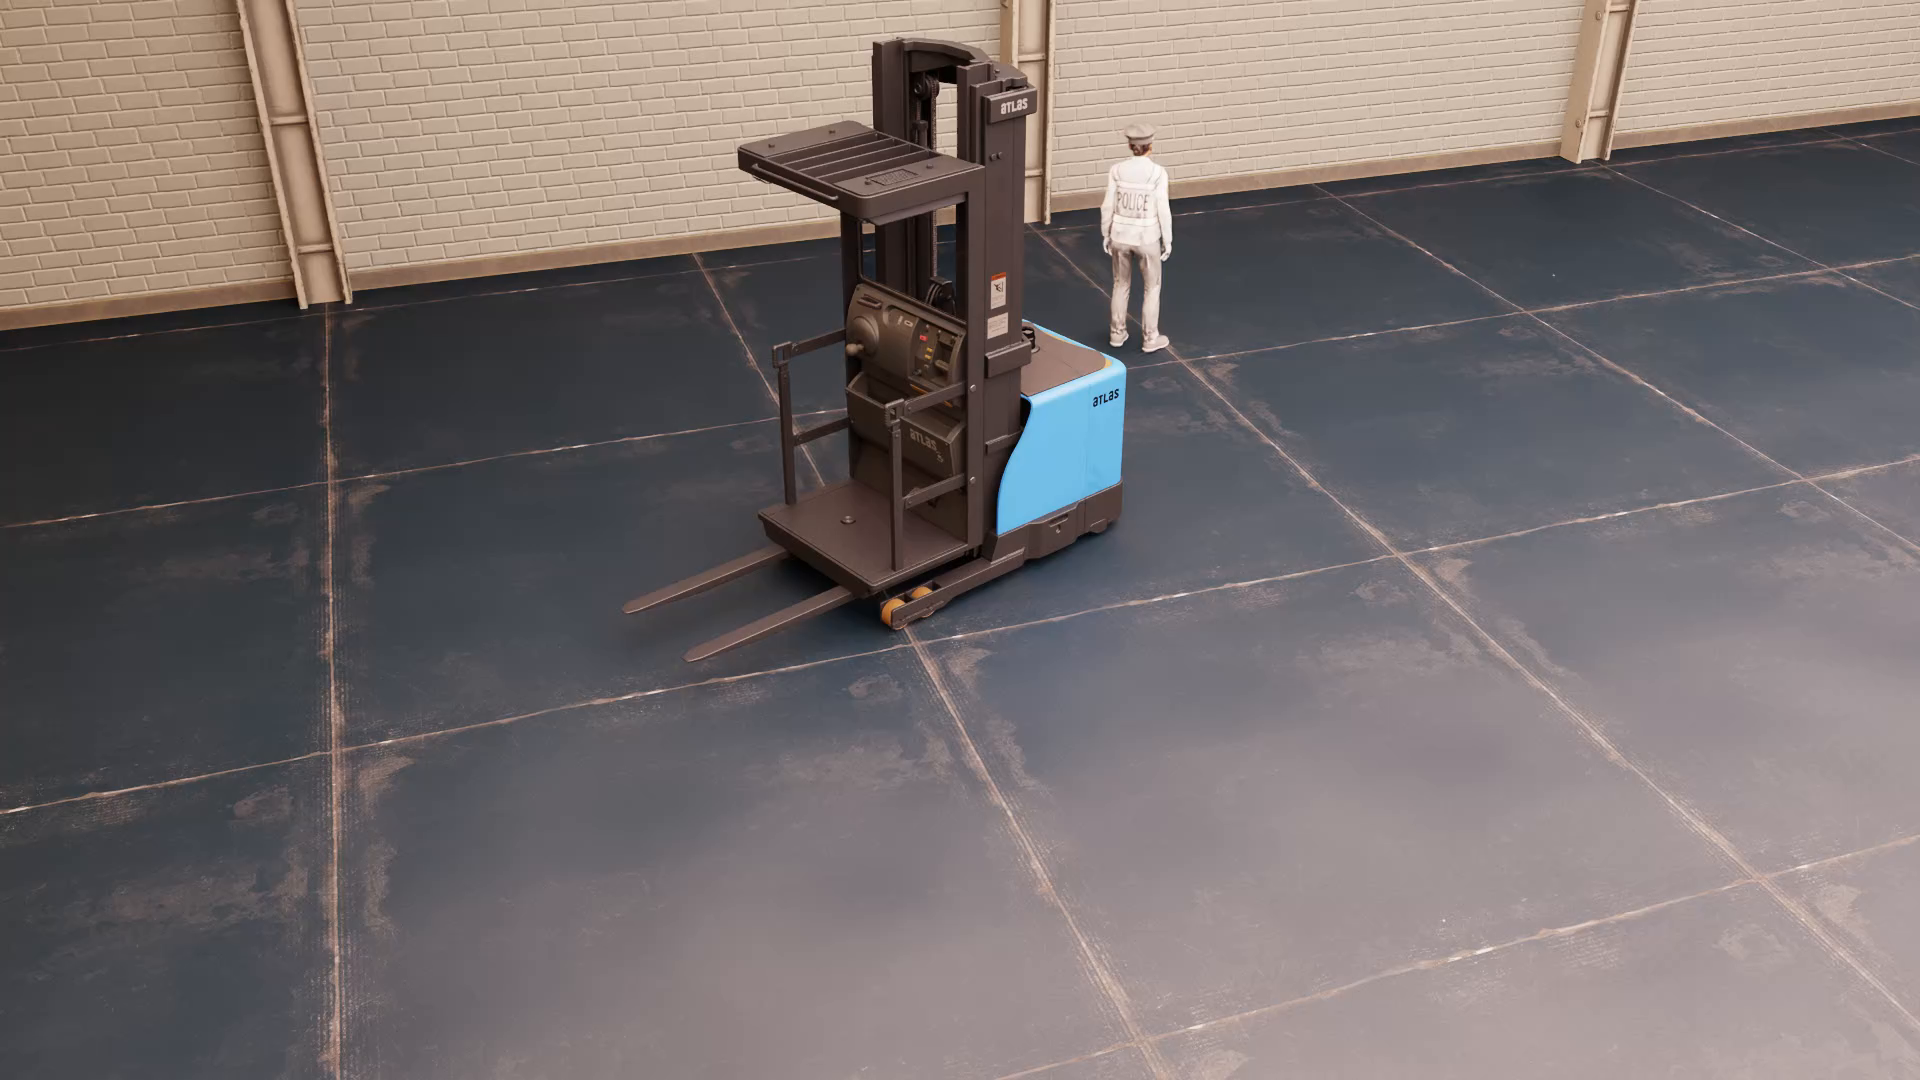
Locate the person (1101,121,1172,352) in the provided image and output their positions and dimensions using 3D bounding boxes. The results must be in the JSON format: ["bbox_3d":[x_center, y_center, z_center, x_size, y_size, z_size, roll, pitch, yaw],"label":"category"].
[{"bbox_3d":[1.292,-2.197,12.180,0.538,1.662,0.373,11,32,19],"label":"person"}]

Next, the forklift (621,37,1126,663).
[{"bbox_3d":[-0.461,-1.072,8.951,3.031,2.935,1.130,-23,37,-34],"label":"forklift"}]
